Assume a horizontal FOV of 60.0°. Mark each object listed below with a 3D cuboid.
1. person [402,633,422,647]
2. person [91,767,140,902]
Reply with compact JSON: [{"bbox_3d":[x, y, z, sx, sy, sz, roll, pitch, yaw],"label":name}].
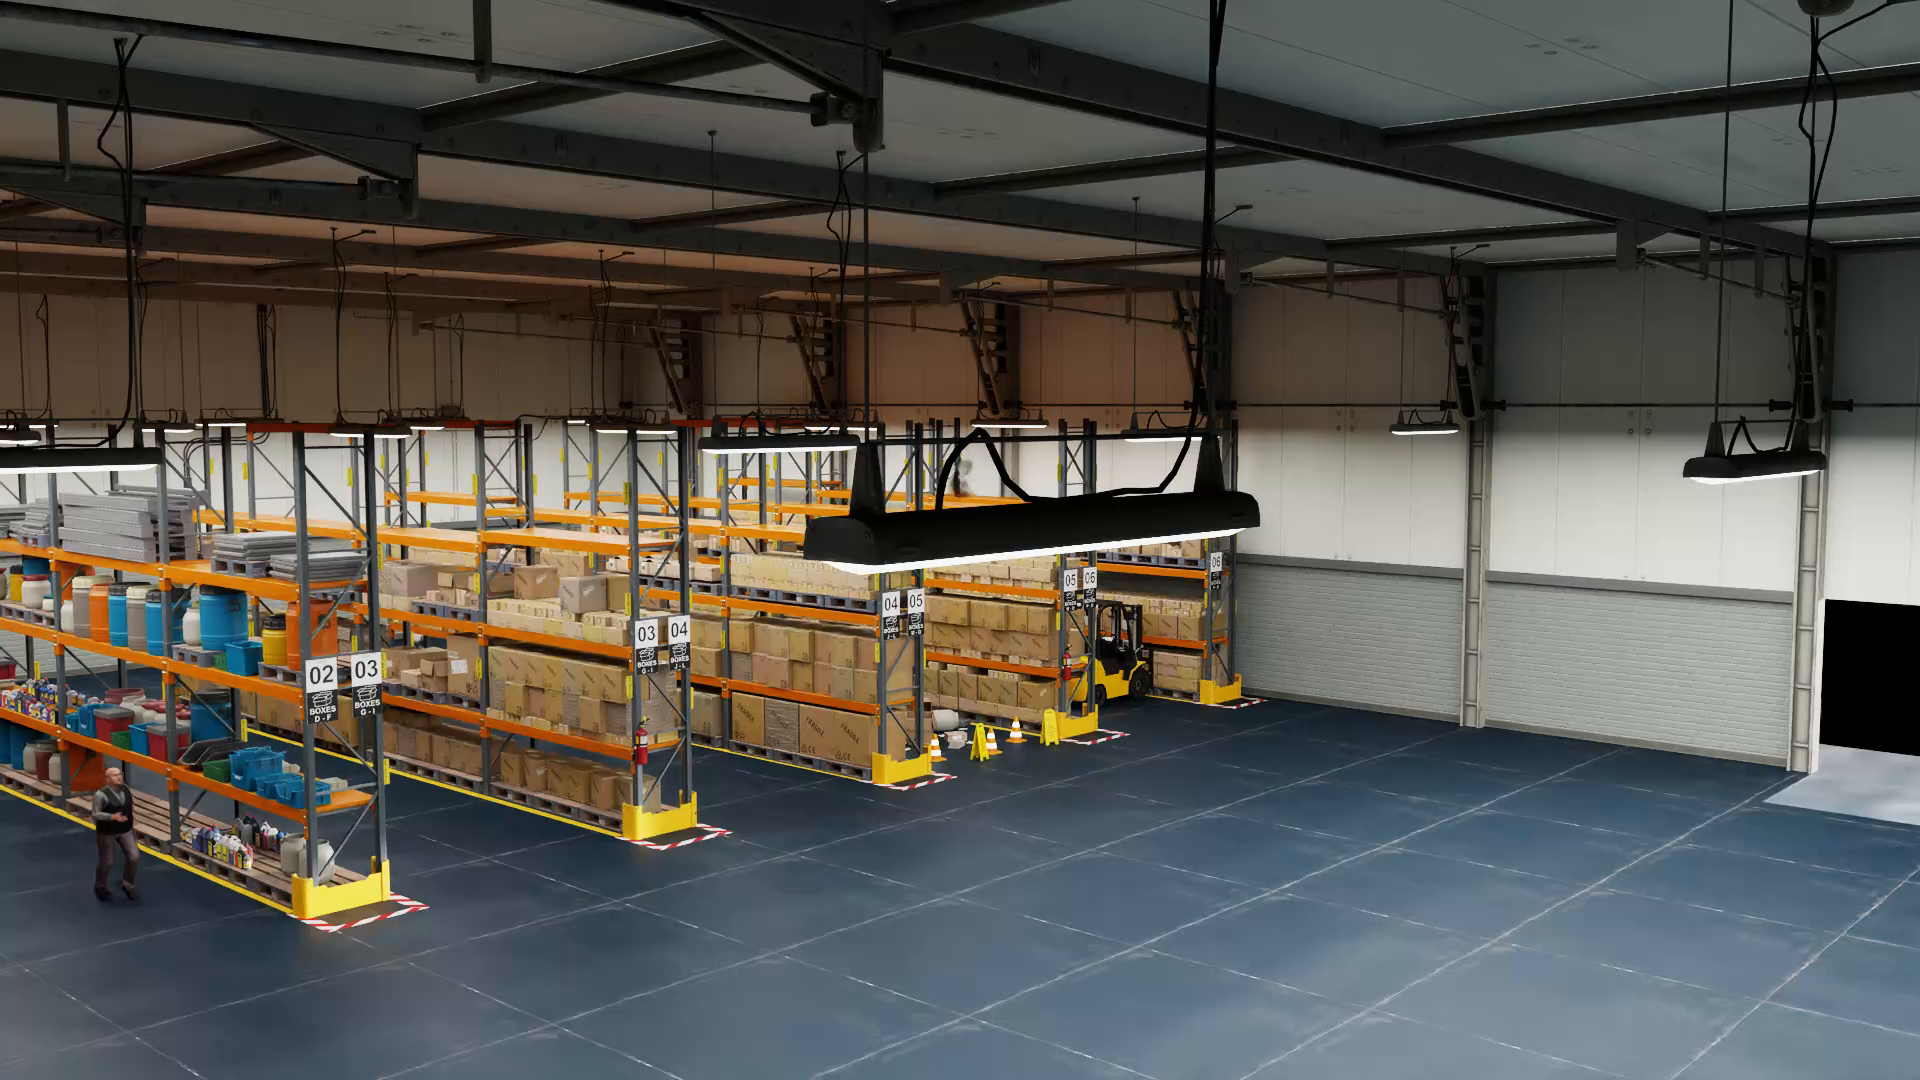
[{"bbox_3d":[-13.198,2.187,40.143,0.726,1.744,0.573,4,6,37],"label":"person"},{"bbox_3d":[-10.743,3.751,21.141,0.803,1.758,0.602,3,6,35],"label":"person"}]
